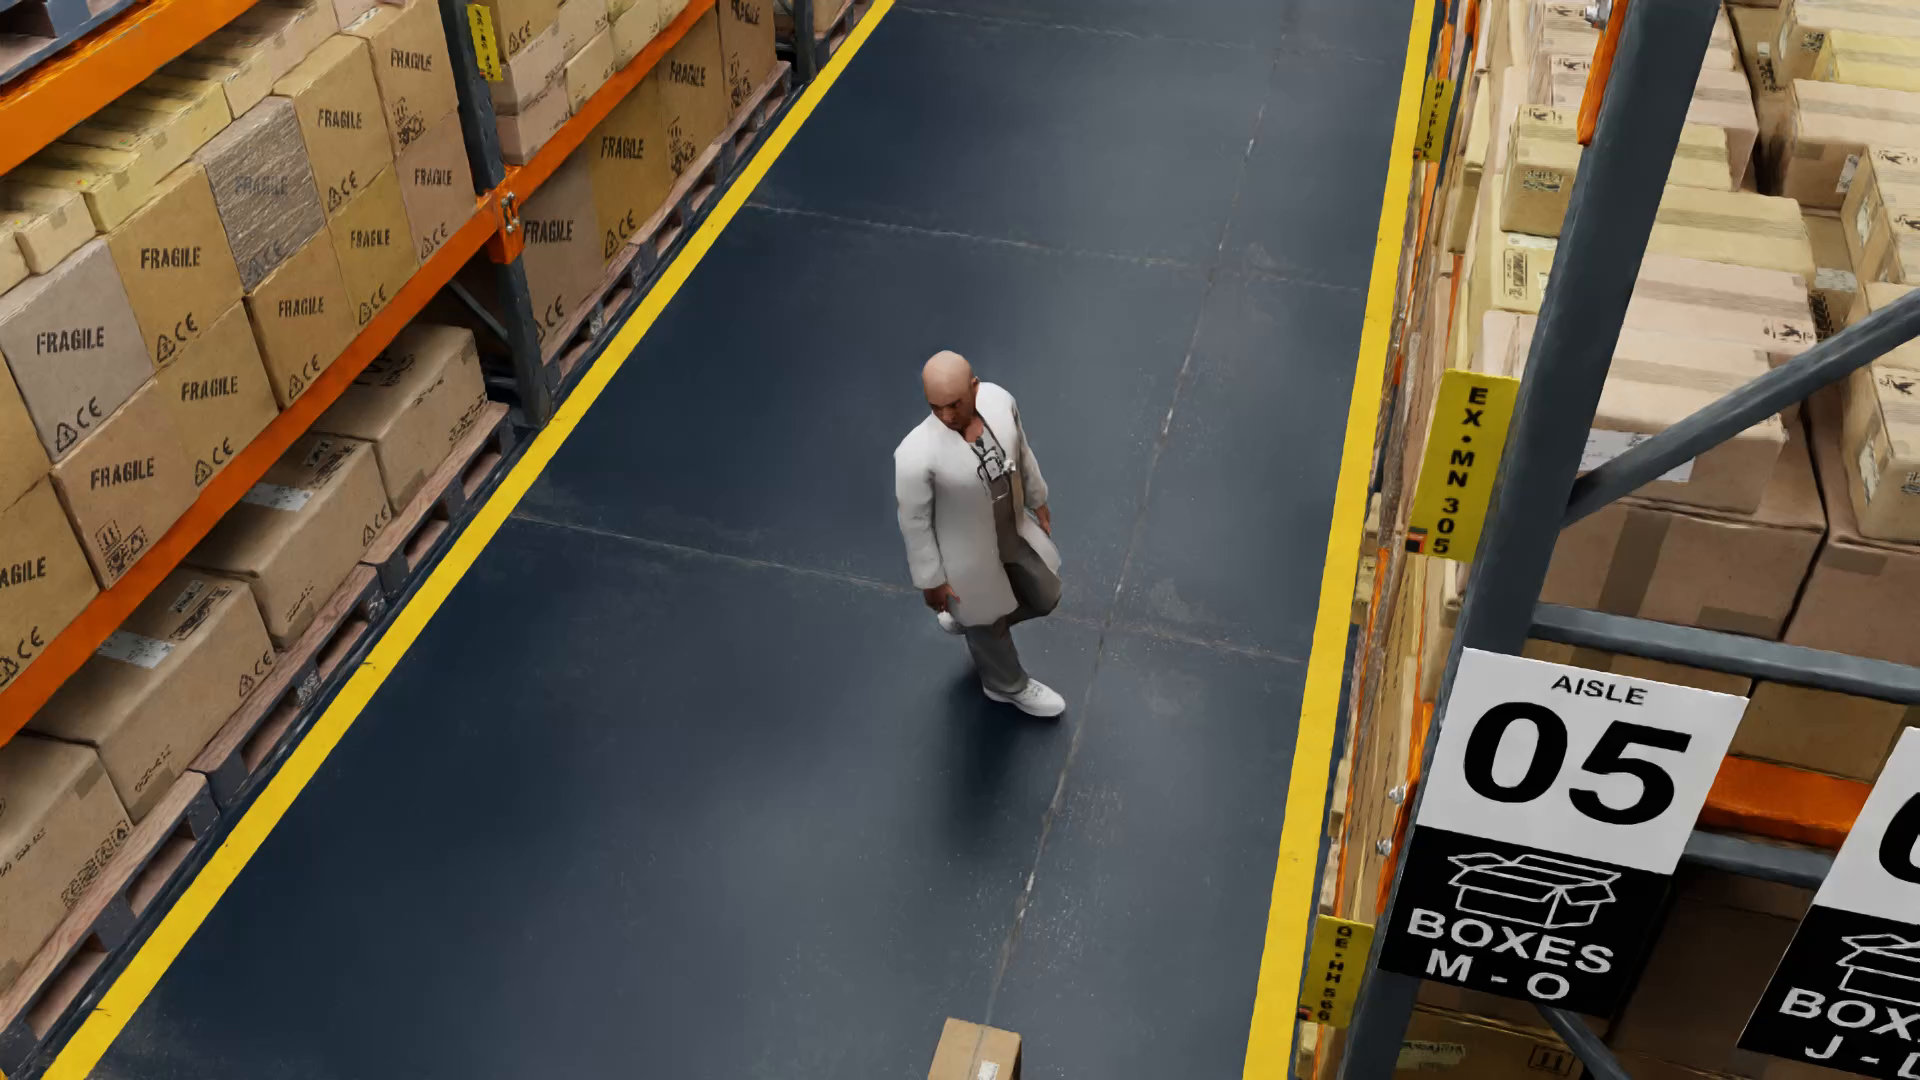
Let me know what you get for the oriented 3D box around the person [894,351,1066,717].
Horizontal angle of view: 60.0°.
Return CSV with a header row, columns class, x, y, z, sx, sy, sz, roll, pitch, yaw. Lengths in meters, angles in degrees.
class,x,y,z,sx,sy,sz,roll,pitch,yaw
person,0.101,0.016,6.167,0.602,1.754,0.668,23,46,25
